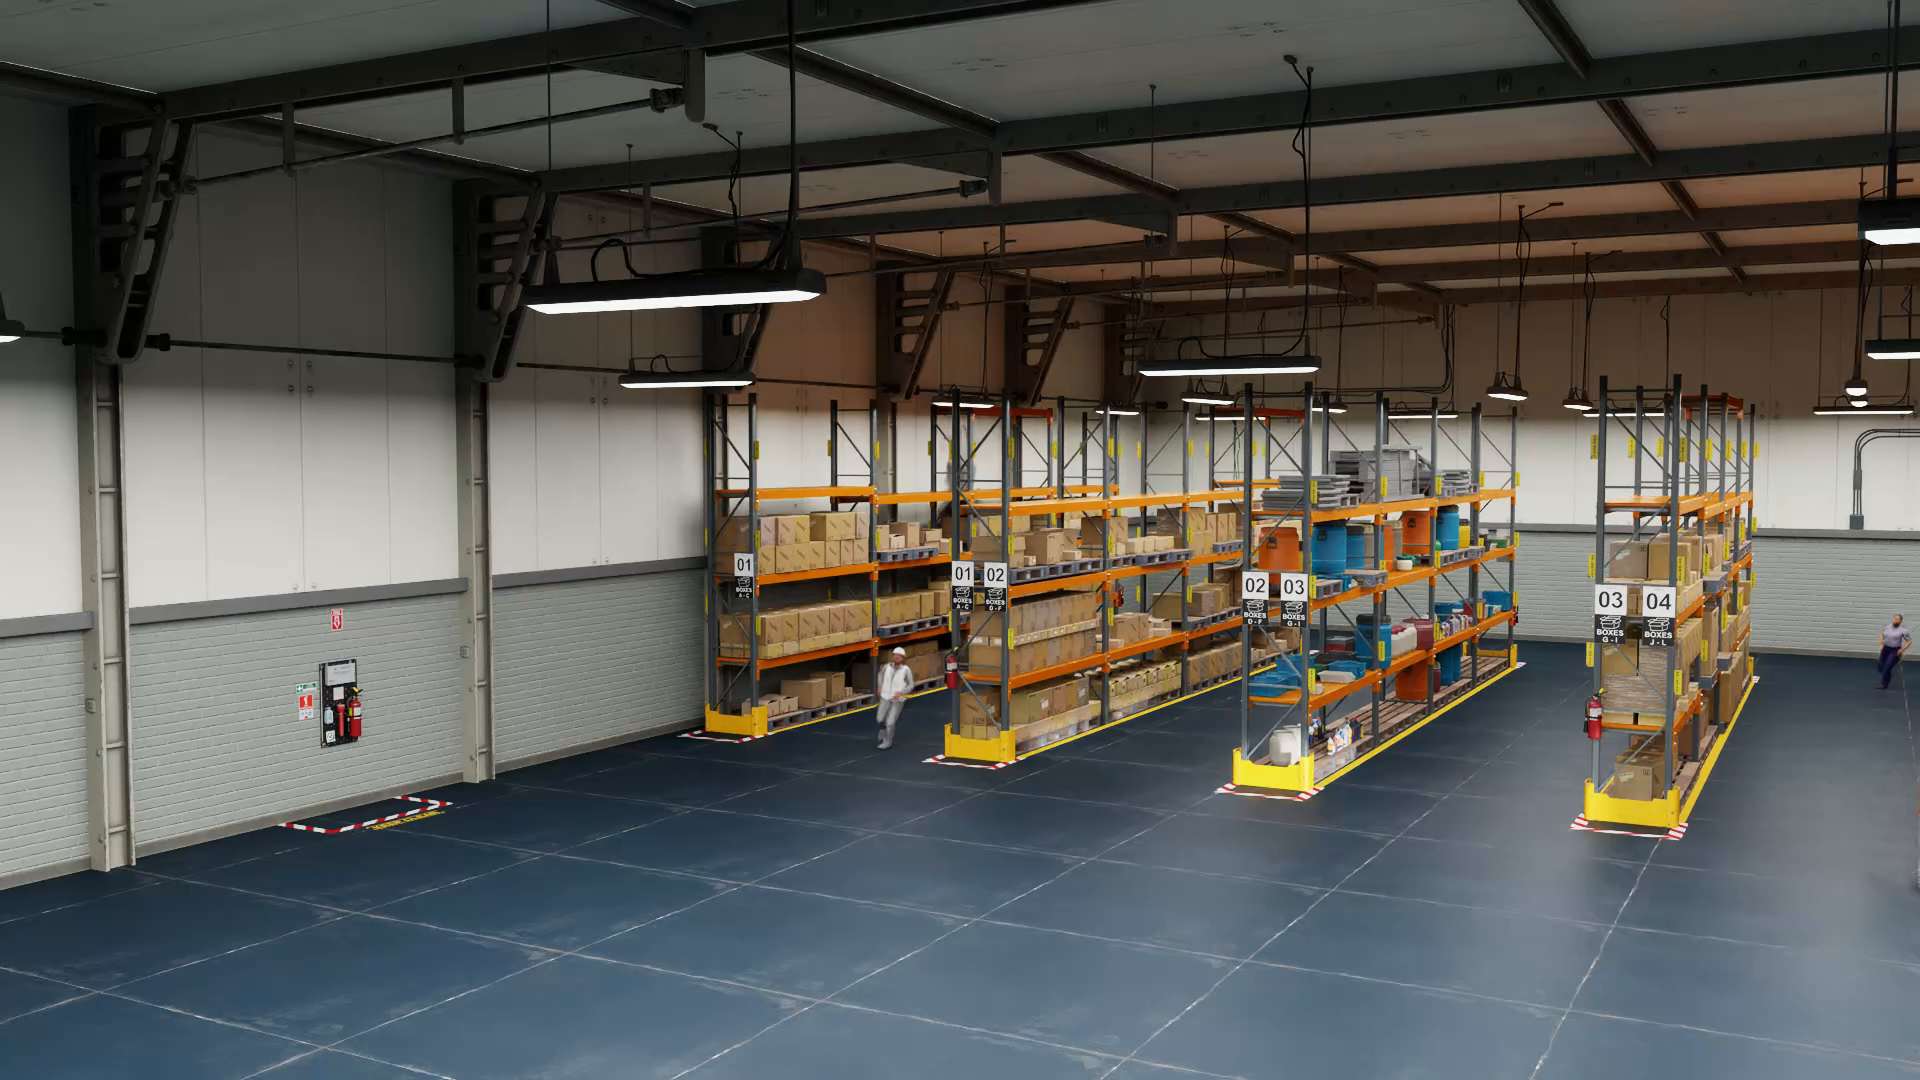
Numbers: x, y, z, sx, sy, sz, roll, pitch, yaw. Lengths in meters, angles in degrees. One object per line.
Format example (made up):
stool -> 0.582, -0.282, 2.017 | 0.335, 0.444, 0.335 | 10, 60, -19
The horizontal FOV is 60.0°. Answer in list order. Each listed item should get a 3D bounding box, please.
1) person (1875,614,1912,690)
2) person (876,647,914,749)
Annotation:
person -> 19.476, 2.339, 34.684 | 0.620, 1.576, 0.694 | -2, 4, -38
person -> -1.101, 2.652, 27.858 | 0.697, 1.720, 0.525 | 1, 3, 16
